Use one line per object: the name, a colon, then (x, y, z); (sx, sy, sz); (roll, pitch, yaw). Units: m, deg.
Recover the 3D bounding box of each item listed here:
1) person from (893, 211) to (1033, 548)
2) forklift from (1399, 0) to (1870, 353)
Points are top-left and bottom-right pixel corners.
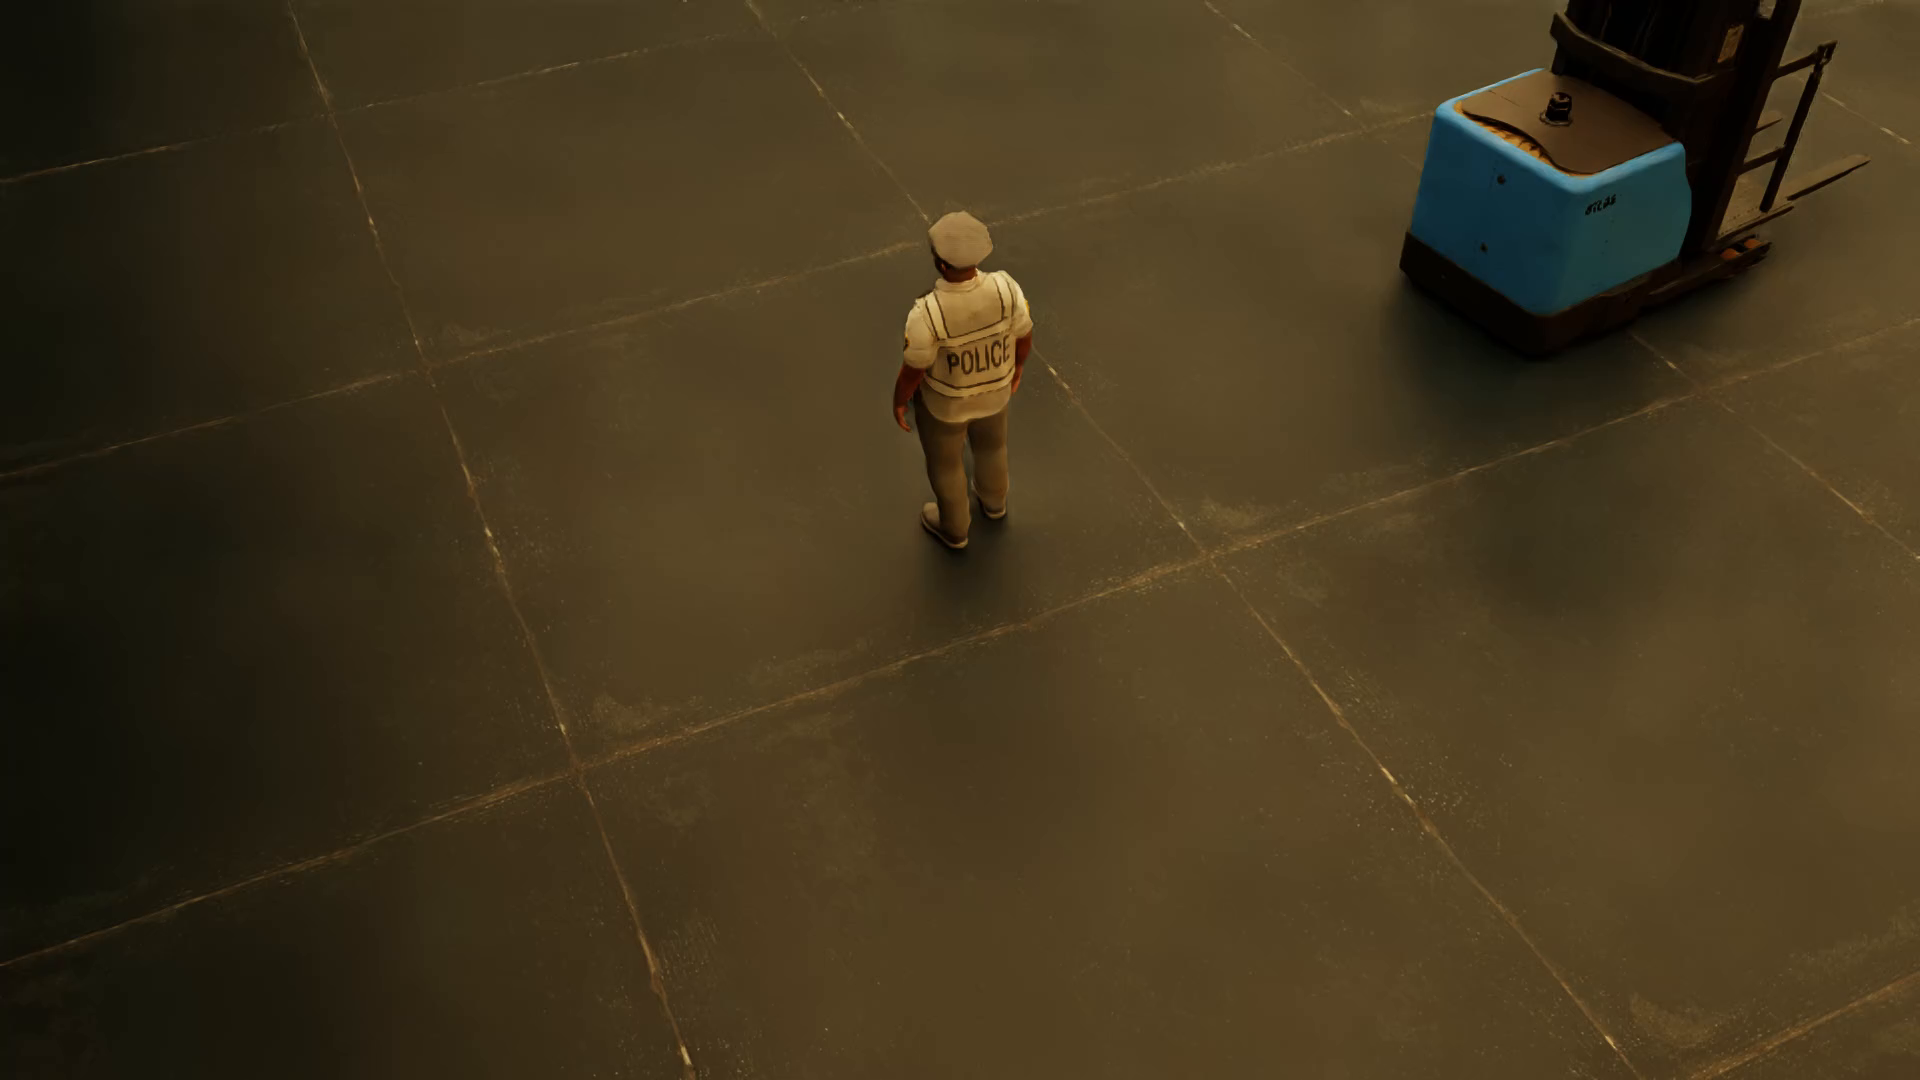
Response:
person: (-0.022, -0.709, 7.270); (0.640, 1.781, 0.574); (-18, 46, -18)
forklift: (3.996, -2.833, 8.716); (3.031, 2.935, 1.130); (-24, 48, -23)
